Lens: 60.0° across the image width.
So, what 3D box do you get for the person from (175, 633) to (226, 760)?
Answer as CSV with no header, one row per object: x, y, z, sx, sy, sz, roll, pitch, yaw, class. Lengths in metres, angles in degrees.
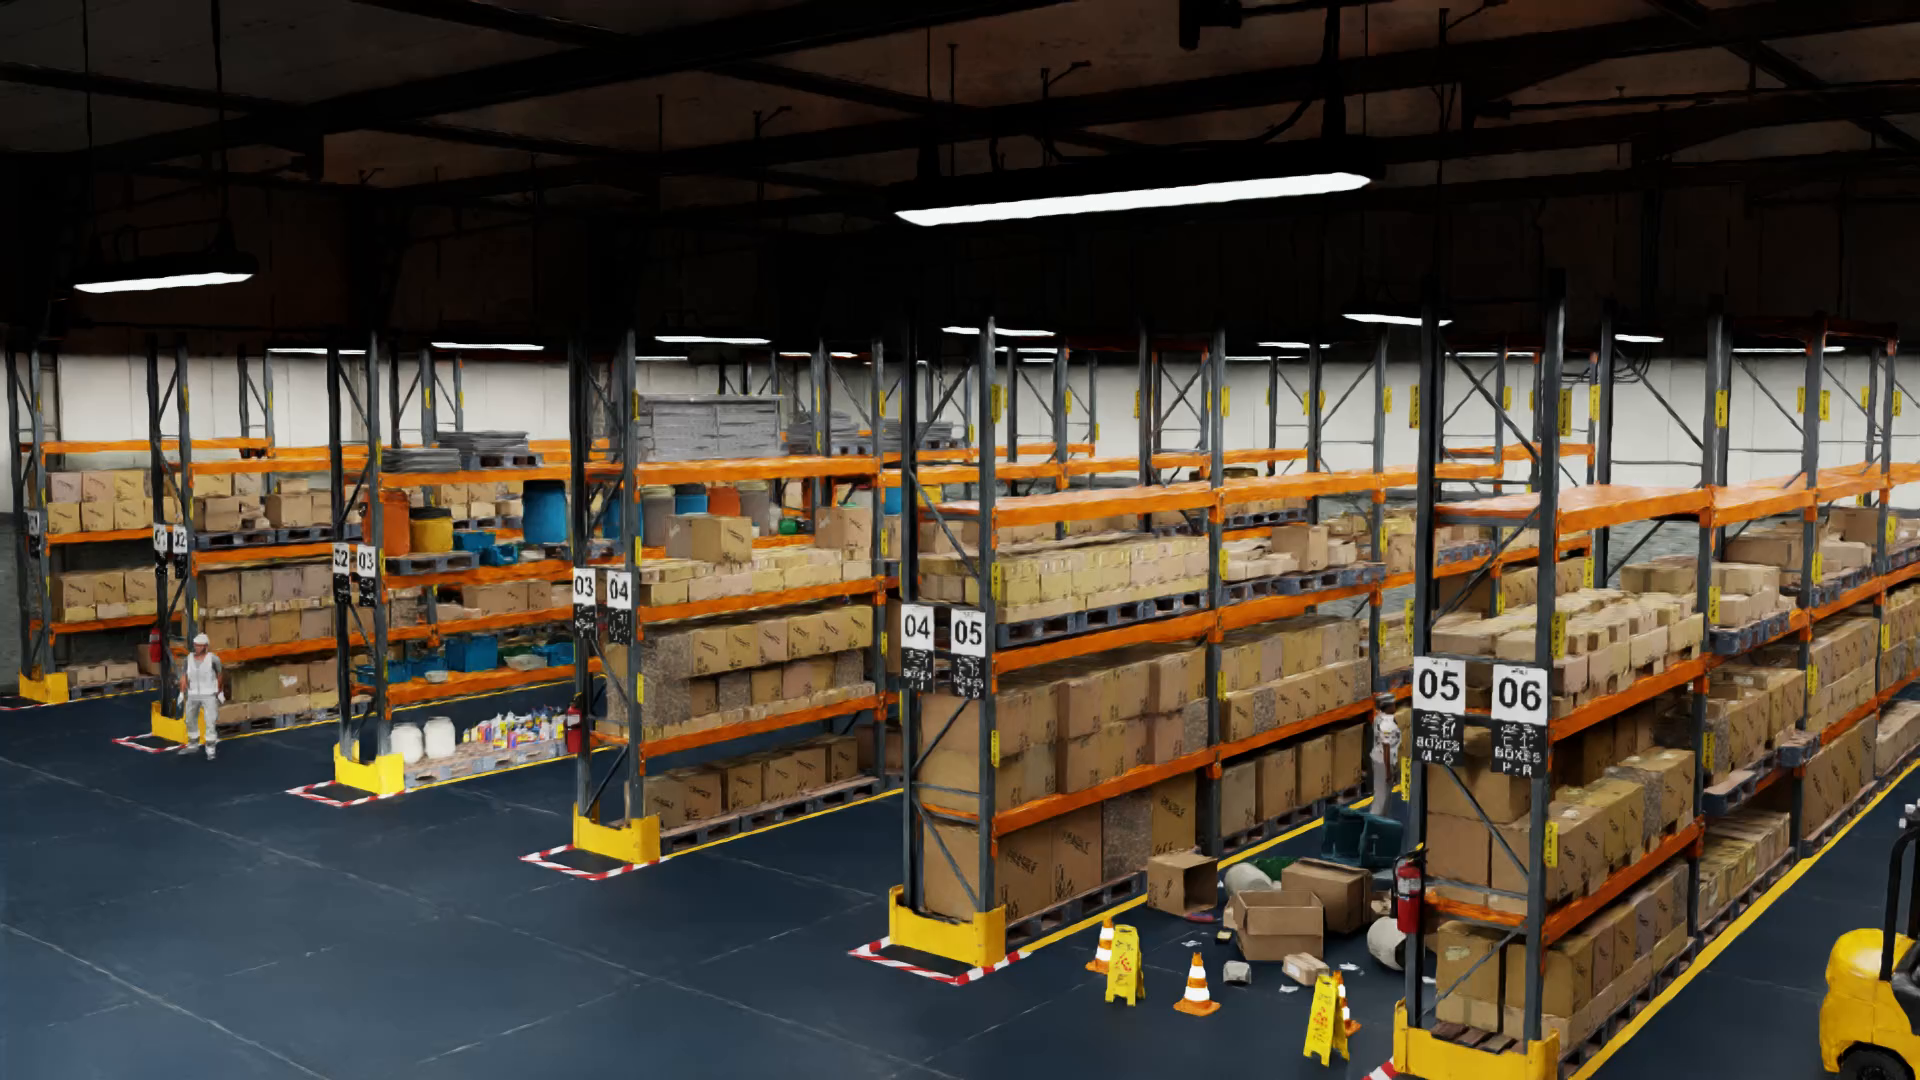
-10.717,2.181,23.353,0.727,1.783,0.499,0,5,-5,person

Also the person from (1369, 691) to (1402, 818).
4.950,2.588,19.248,0.417,1.678,0.509,1,5,7,person
